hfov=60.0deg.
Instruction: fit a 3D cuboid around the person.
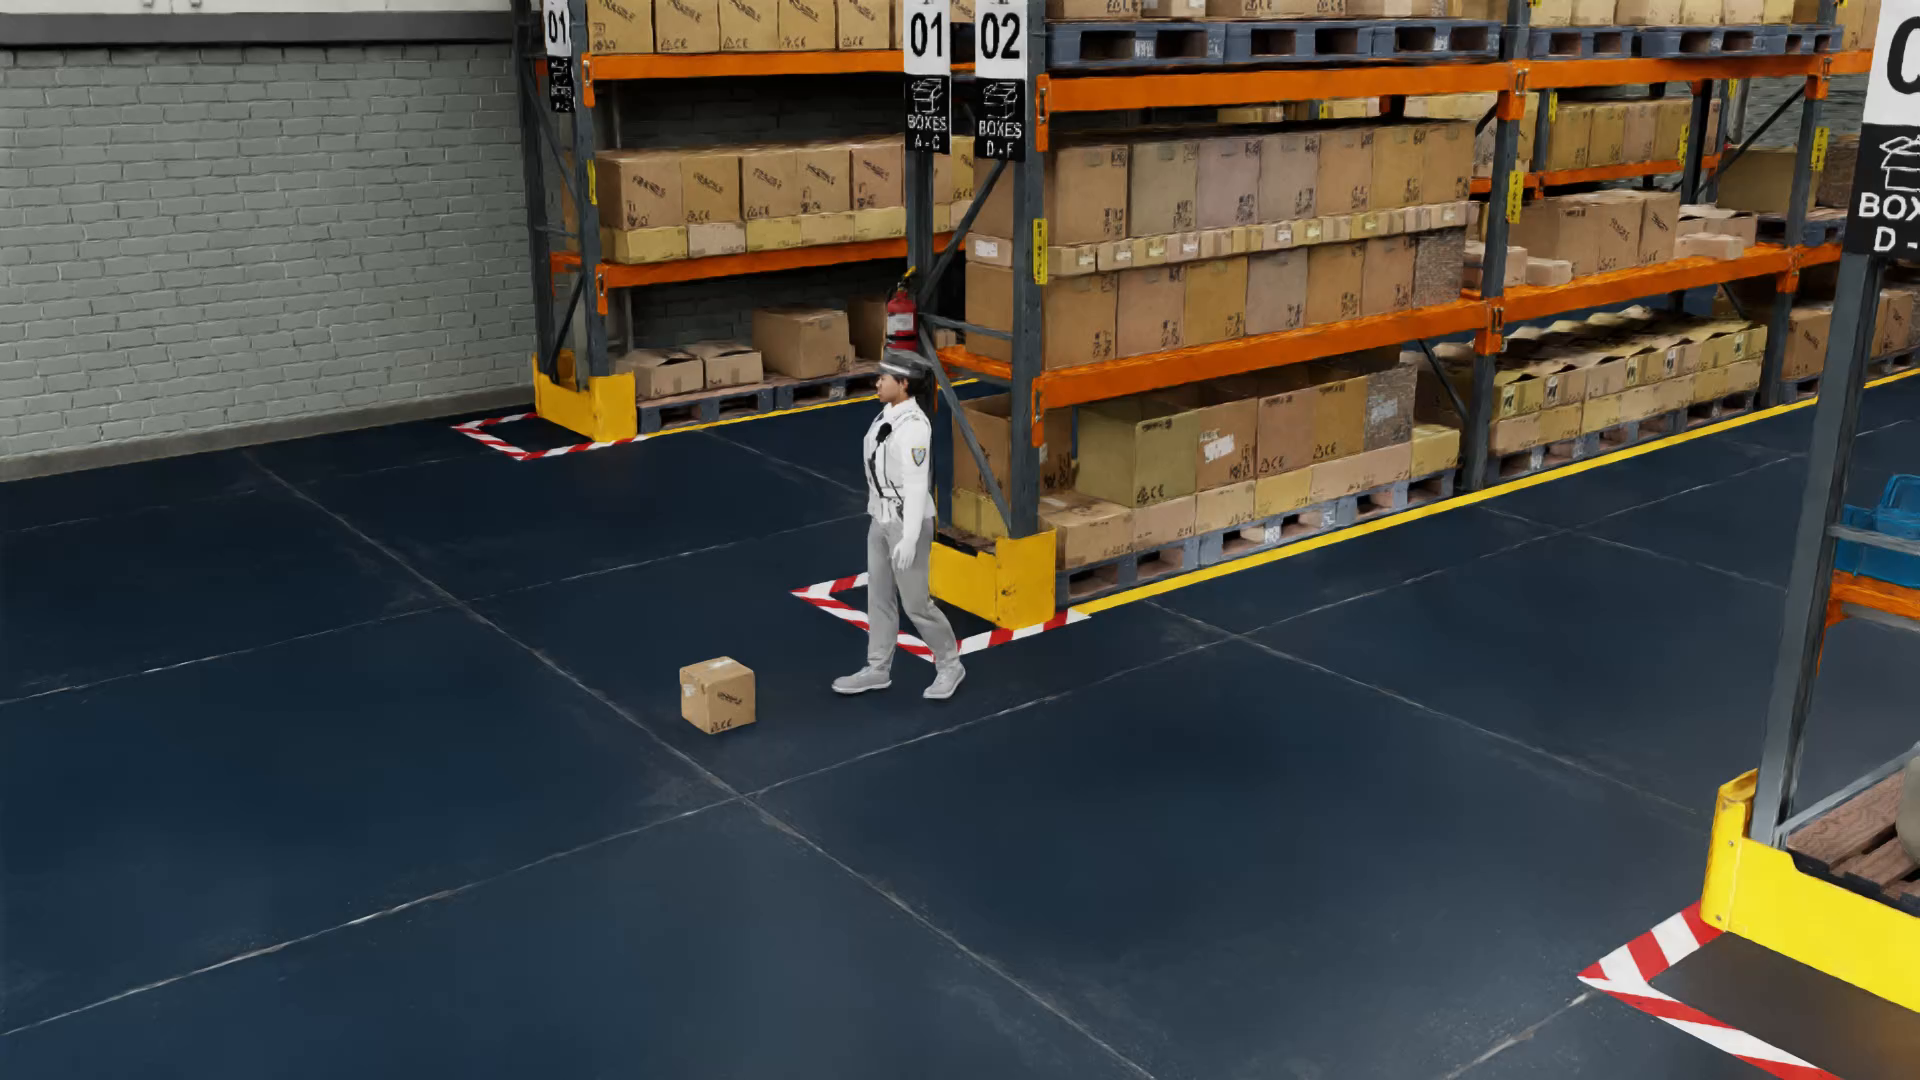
[{"bbox_3d":[-0.281,-0.076,7.719,0.626,1.683,0.497,-6,19,-19],"label":"person"}]
